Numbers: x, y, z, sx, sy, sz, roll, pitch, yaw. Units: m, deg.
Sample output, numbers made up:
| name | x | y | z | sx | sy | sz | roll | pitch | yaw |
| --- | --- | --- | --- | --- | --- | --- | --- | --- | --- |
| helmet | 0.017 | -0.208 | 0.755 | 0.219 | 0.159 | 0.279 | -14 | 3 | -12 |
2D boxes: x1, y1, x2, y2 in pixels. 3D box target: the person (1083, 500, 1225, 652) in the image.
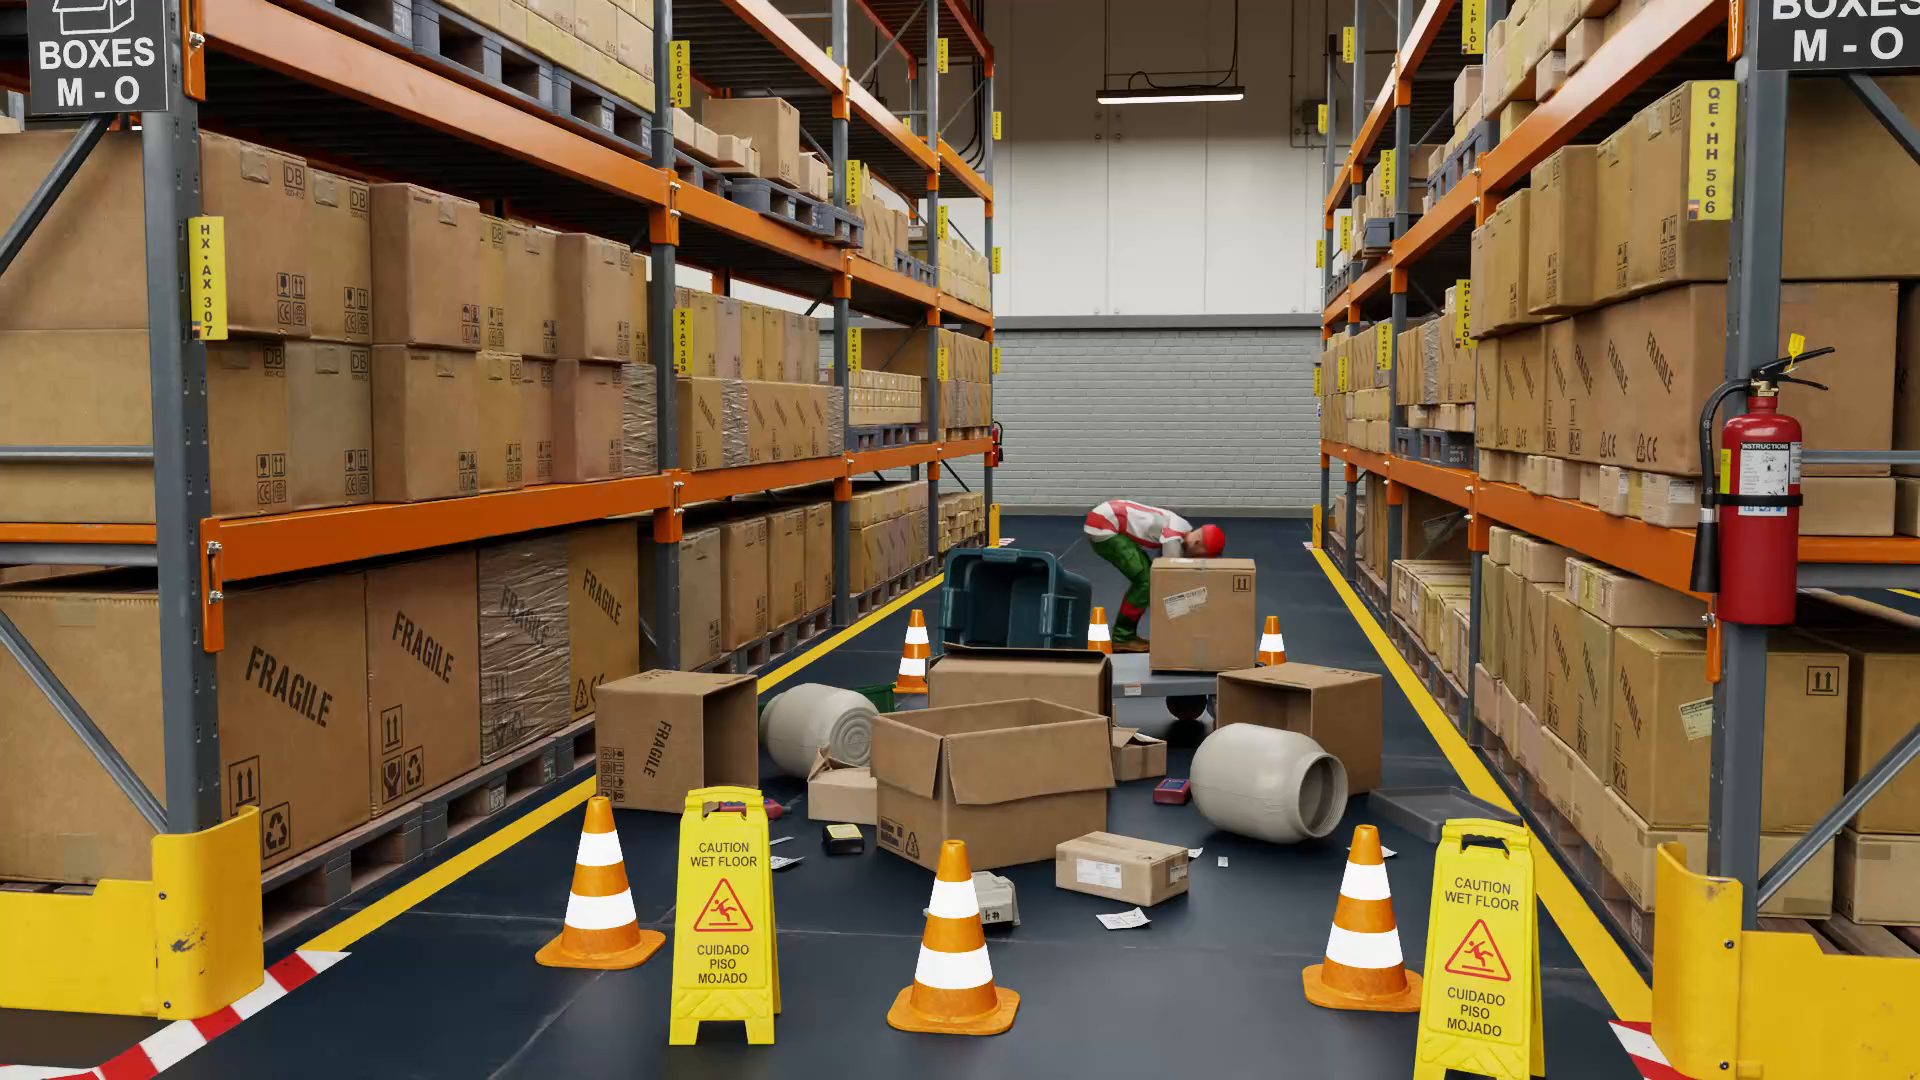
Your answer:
| name | x | y | z | sx | sy | sz | roll | pitch | yaw |
| --- | --- | --- | --- | --- | --- | --- | --- | --- | --- |
| person | 1.313 | 0.238 | 11.270 | 0.955 | 1.024 | 0.510 | 0 | 4 | 6 |
